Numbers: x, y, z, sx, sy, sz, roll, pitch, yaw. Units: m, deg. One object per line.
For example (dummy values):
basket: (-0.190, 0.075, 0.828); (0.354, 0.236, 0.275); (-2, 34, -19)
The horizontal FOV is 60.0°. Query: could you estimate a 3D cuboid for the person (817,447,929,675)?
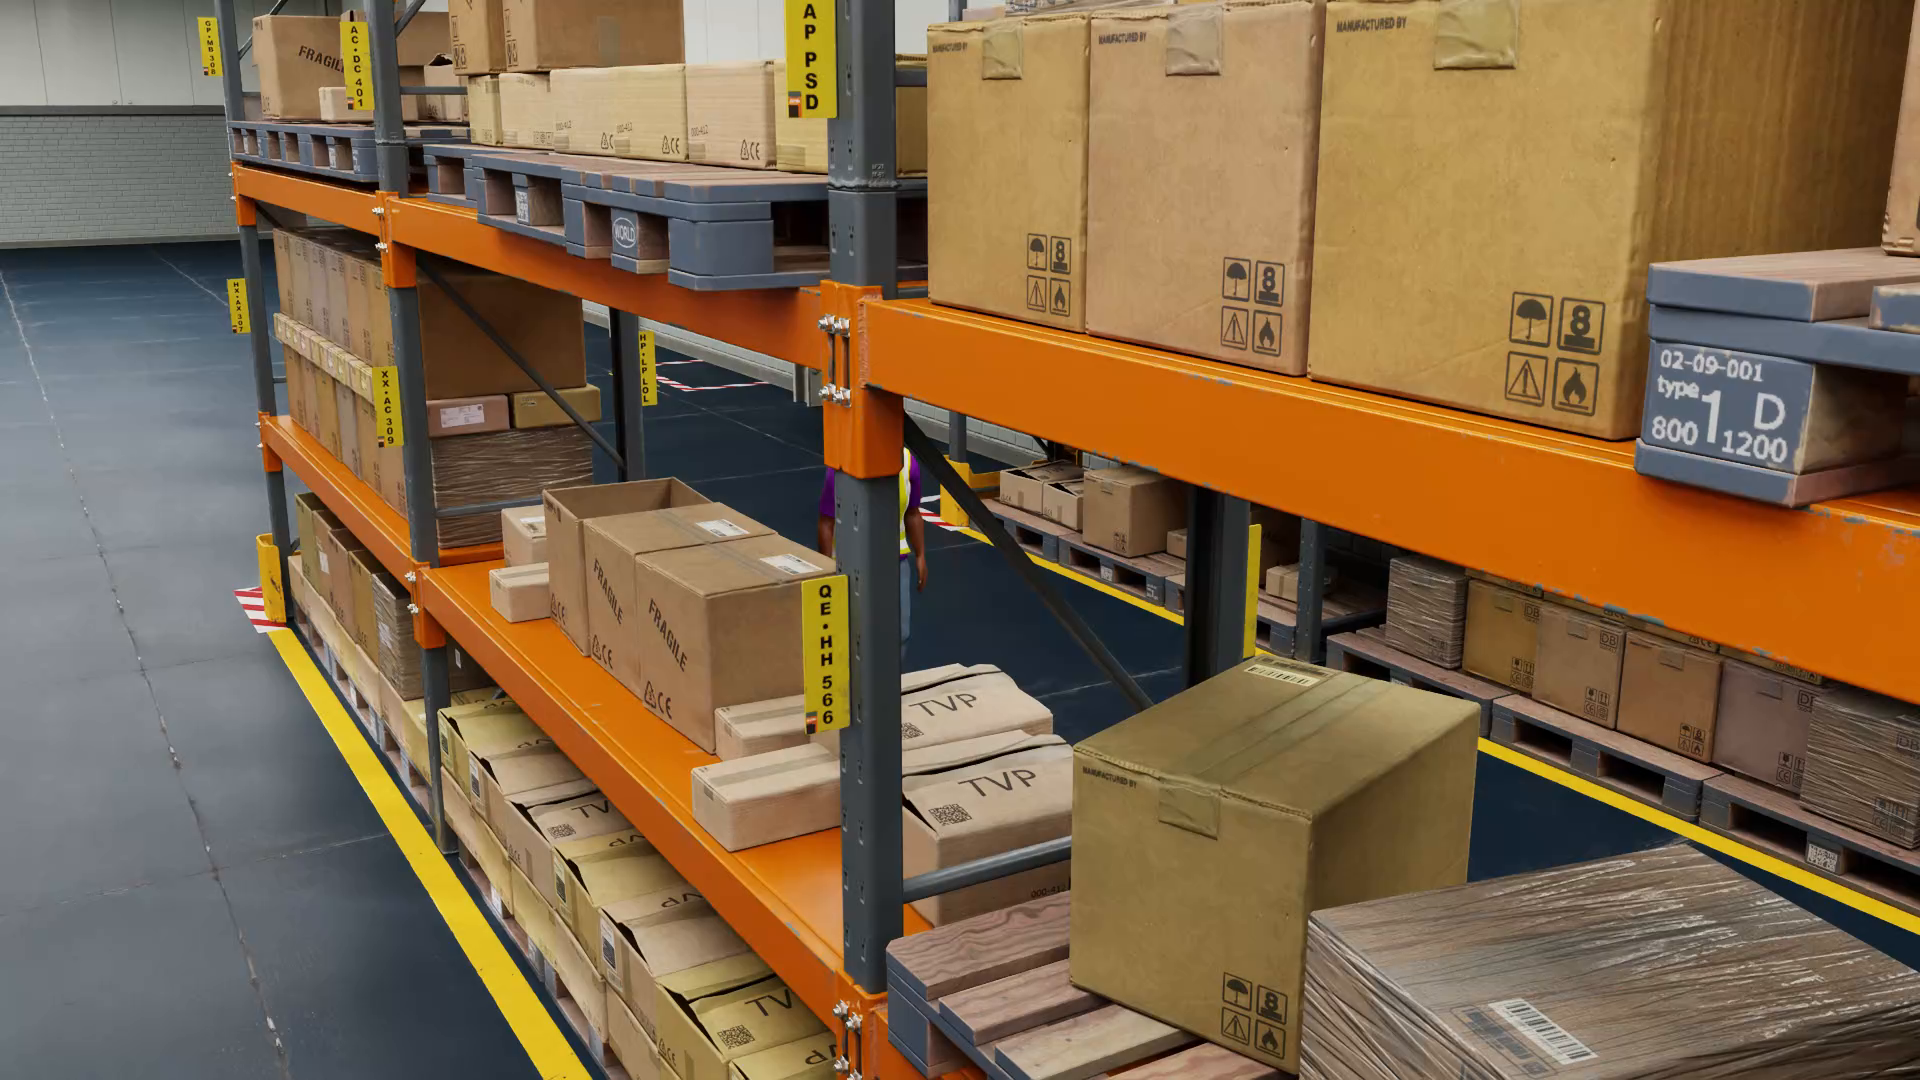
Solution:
person: (-0.432, 0.129, 8.498); (0.632, 1.755, 0.461); (-10, 18, -33)
